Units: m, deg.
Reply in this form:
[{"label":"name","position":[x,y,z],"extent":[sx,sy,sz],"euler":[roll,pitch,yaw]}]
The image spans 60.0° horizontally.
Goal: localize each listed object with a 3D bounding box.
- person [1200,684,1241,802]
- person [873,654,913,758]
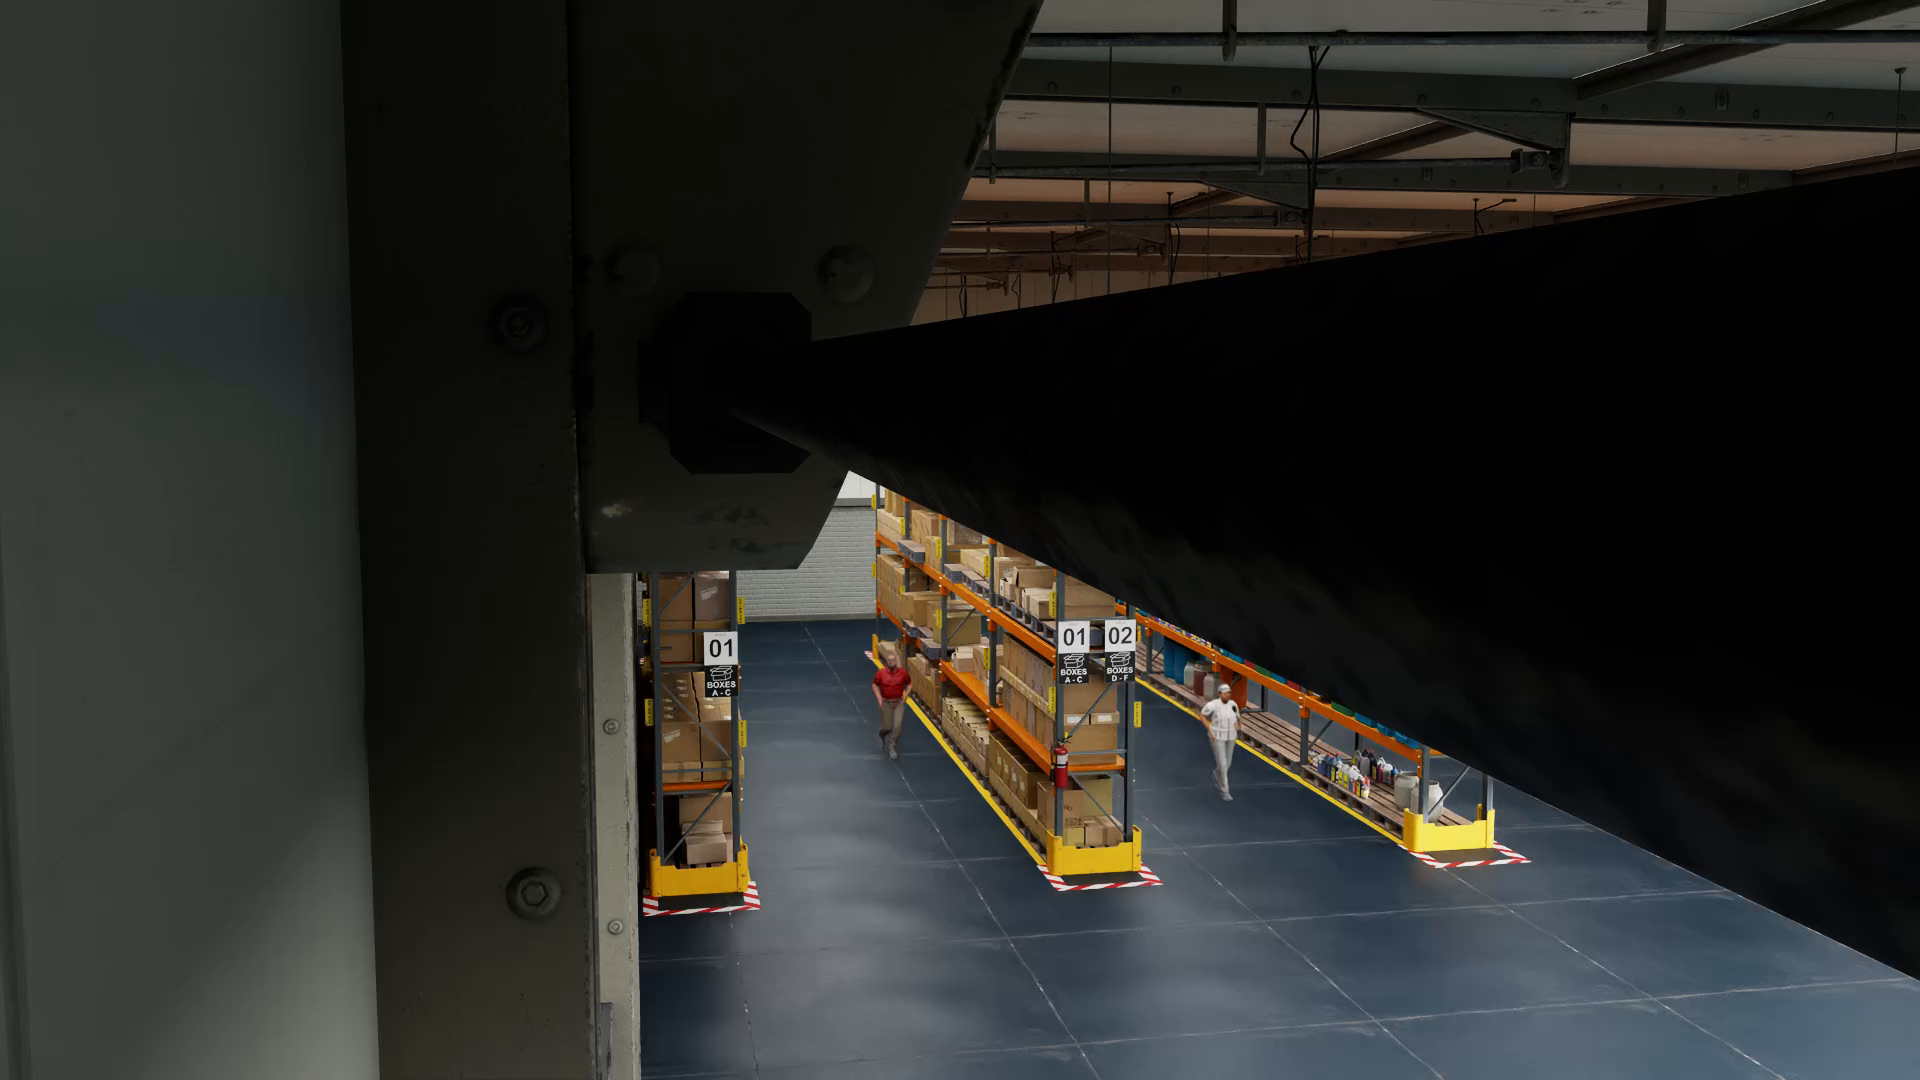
[{"label":"person","position":[3.907,2.973,24.716],"extent":[0.603,1.692,0.781],"euler":[-2,6,-20]},{"label":"person","position":[-1.097,2.702,27.246],"extent":[0.653,1.697,0.647],"euler":[-1,6,-8]}]
